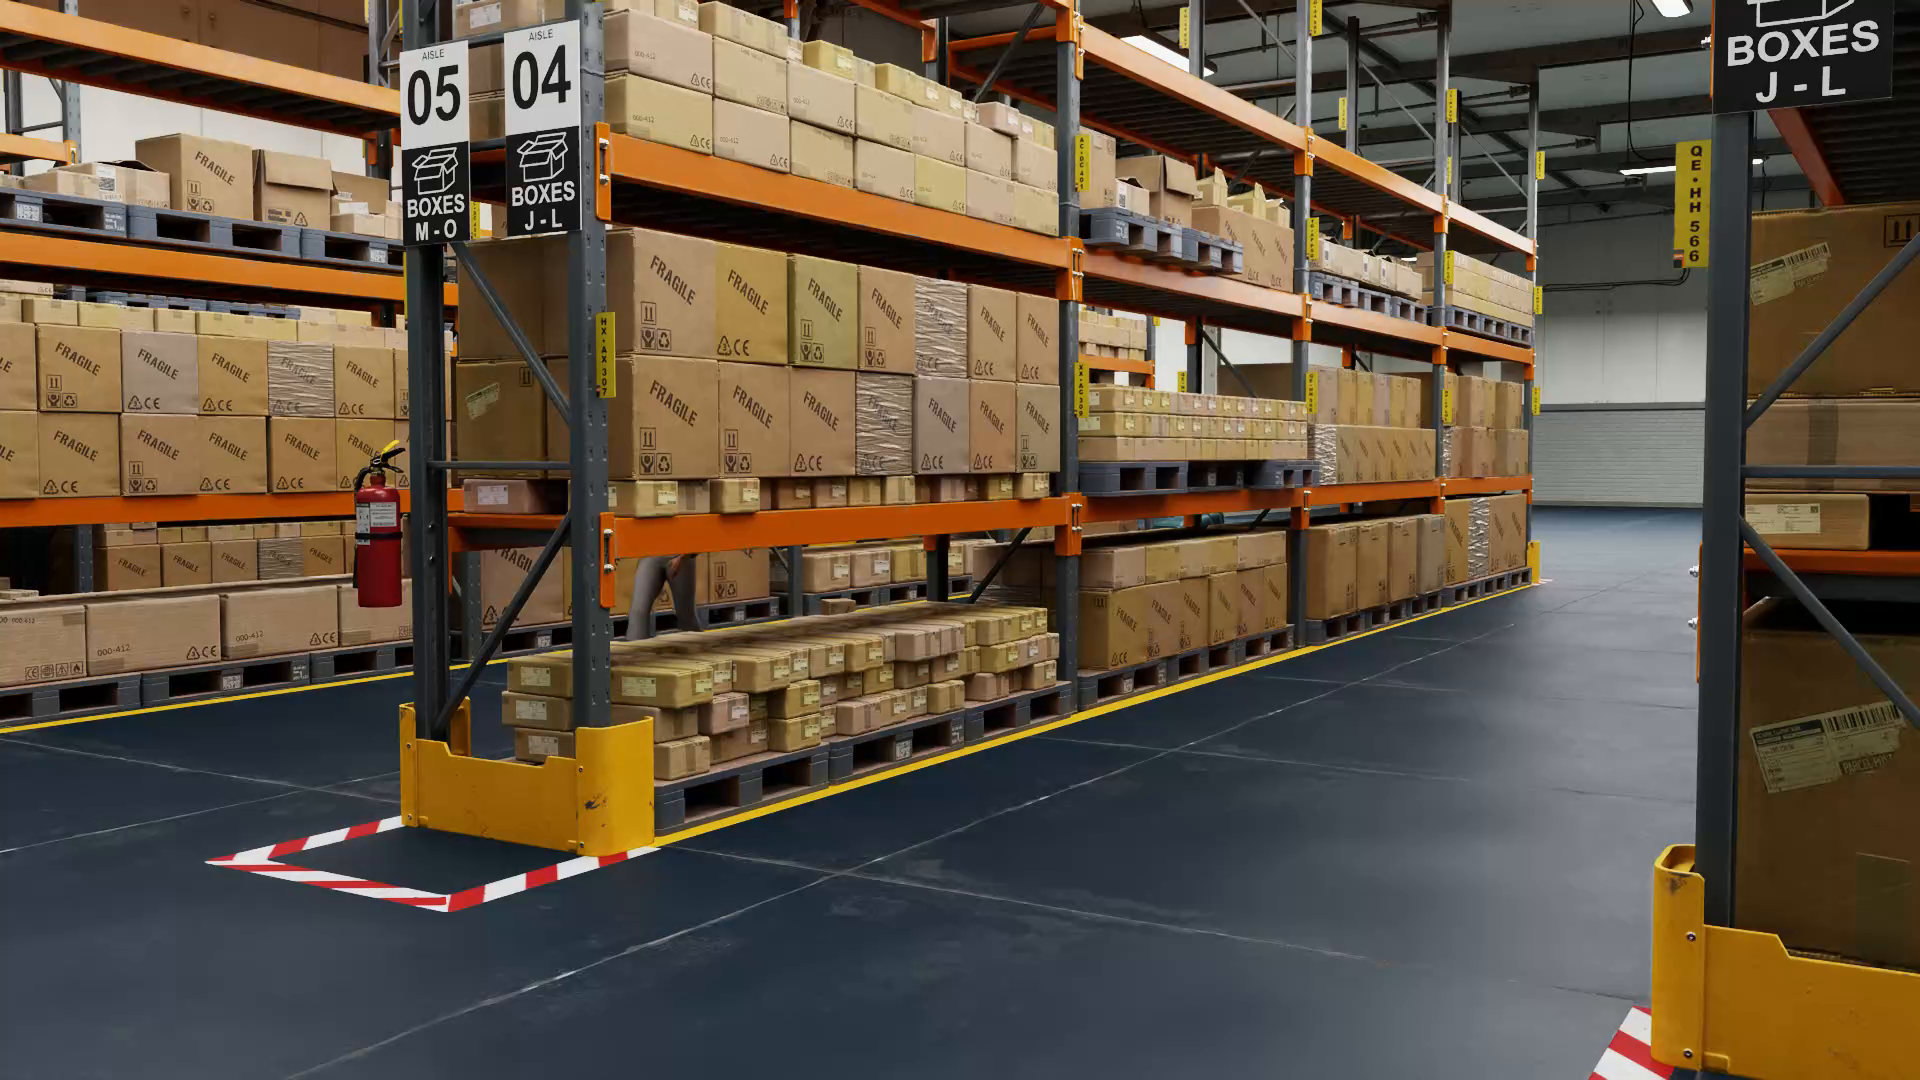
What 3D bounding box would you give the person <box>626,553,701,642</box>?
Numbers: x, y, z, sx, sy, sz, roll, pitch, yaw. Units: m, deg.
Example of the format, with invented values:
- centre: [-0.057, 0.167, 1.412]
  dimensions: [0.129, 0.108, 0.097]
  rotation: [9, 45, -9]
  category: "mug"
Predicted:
- centre: [-1.993, 0.122, 11.136]
  dimensions: [0.449, 1.650, 0.920]
  rotation: [1, 3, 18]
  category: "person"
